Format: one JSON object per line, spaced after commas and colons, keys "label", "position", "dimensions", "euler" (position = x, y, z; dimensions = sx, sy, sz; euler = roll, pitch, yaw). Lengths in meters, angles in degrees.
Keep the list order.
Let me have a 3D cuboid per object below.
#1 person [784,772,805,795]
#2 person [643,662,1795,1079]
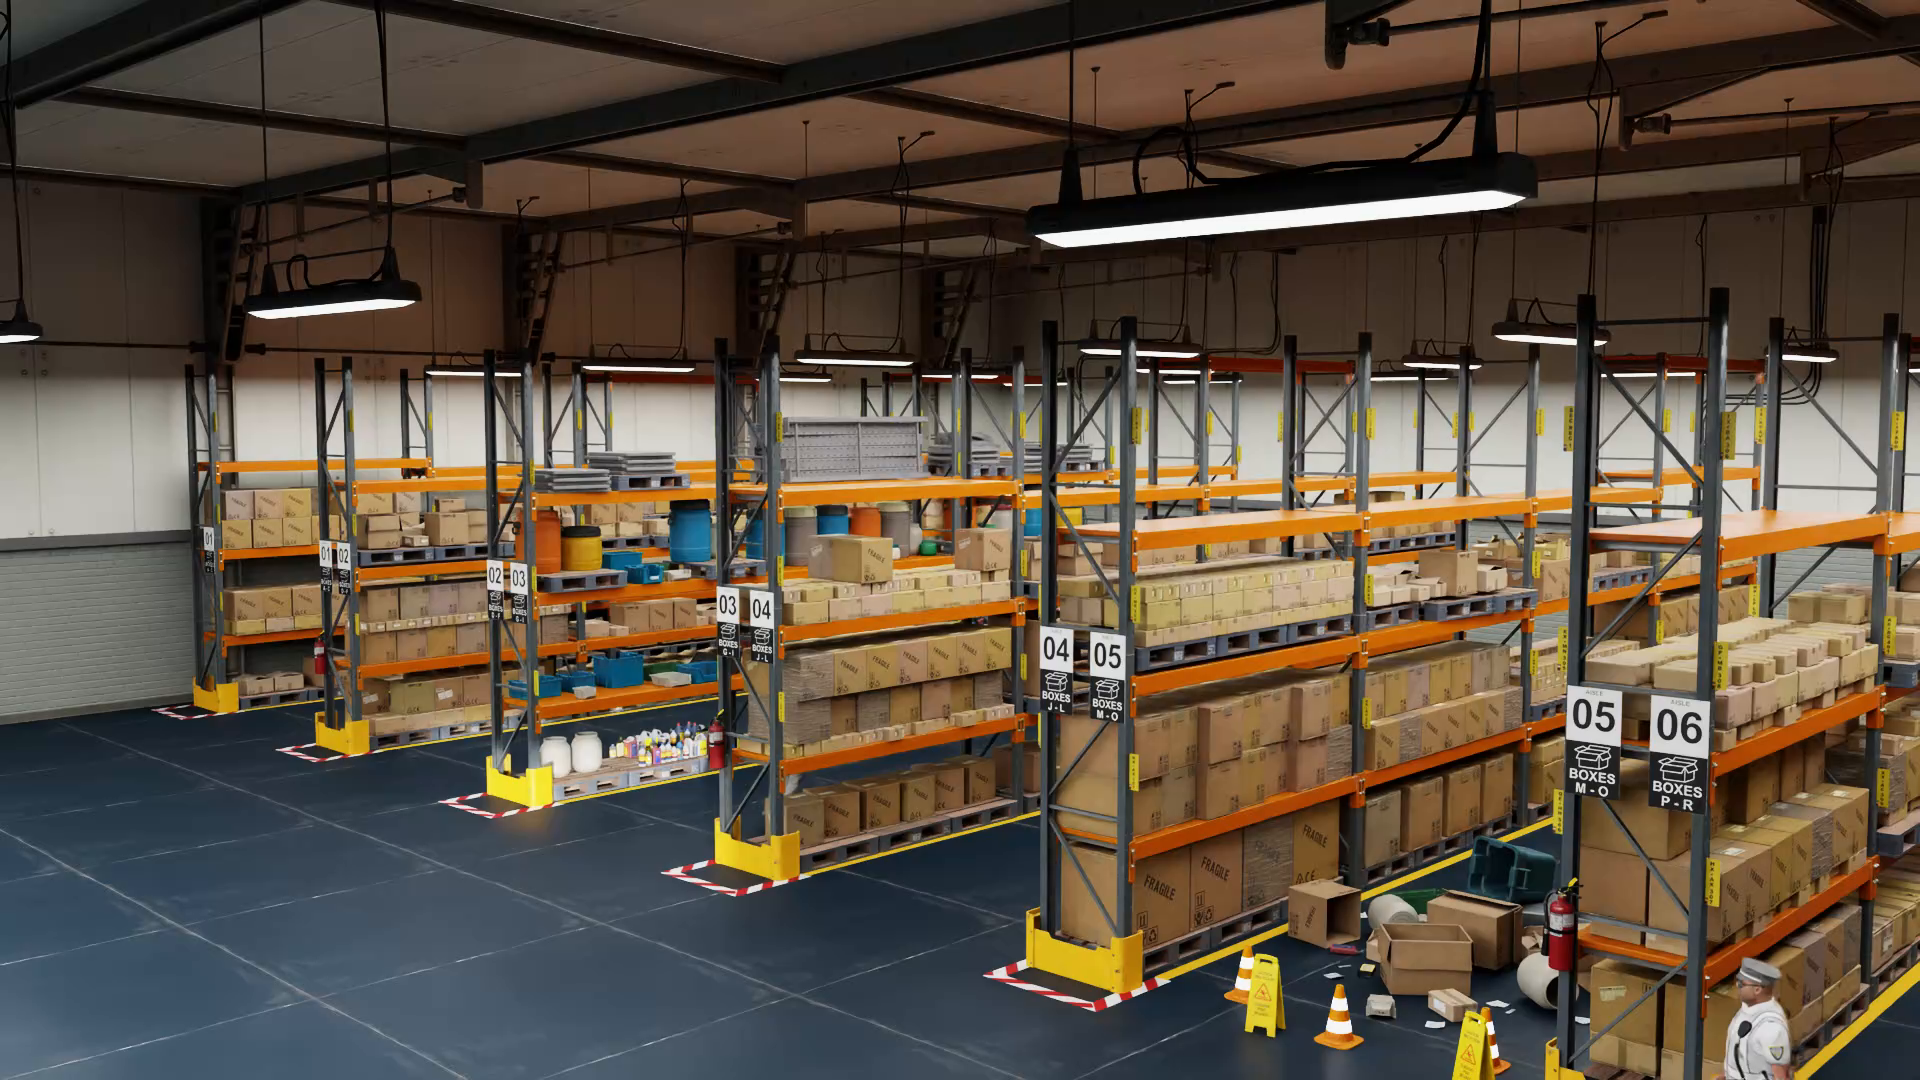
{"label": "person", "position": [-2.069, 2.637, 20.973], "dimensions": [0.588, 1.676, 0.555], "euler": [3, 5, 35]}
{"label": "person", "position": [-0.331, 2.549, 19.934], "dimensions": [9.878, 1.275, 20.184], "euler": [0, 4, -4]}
